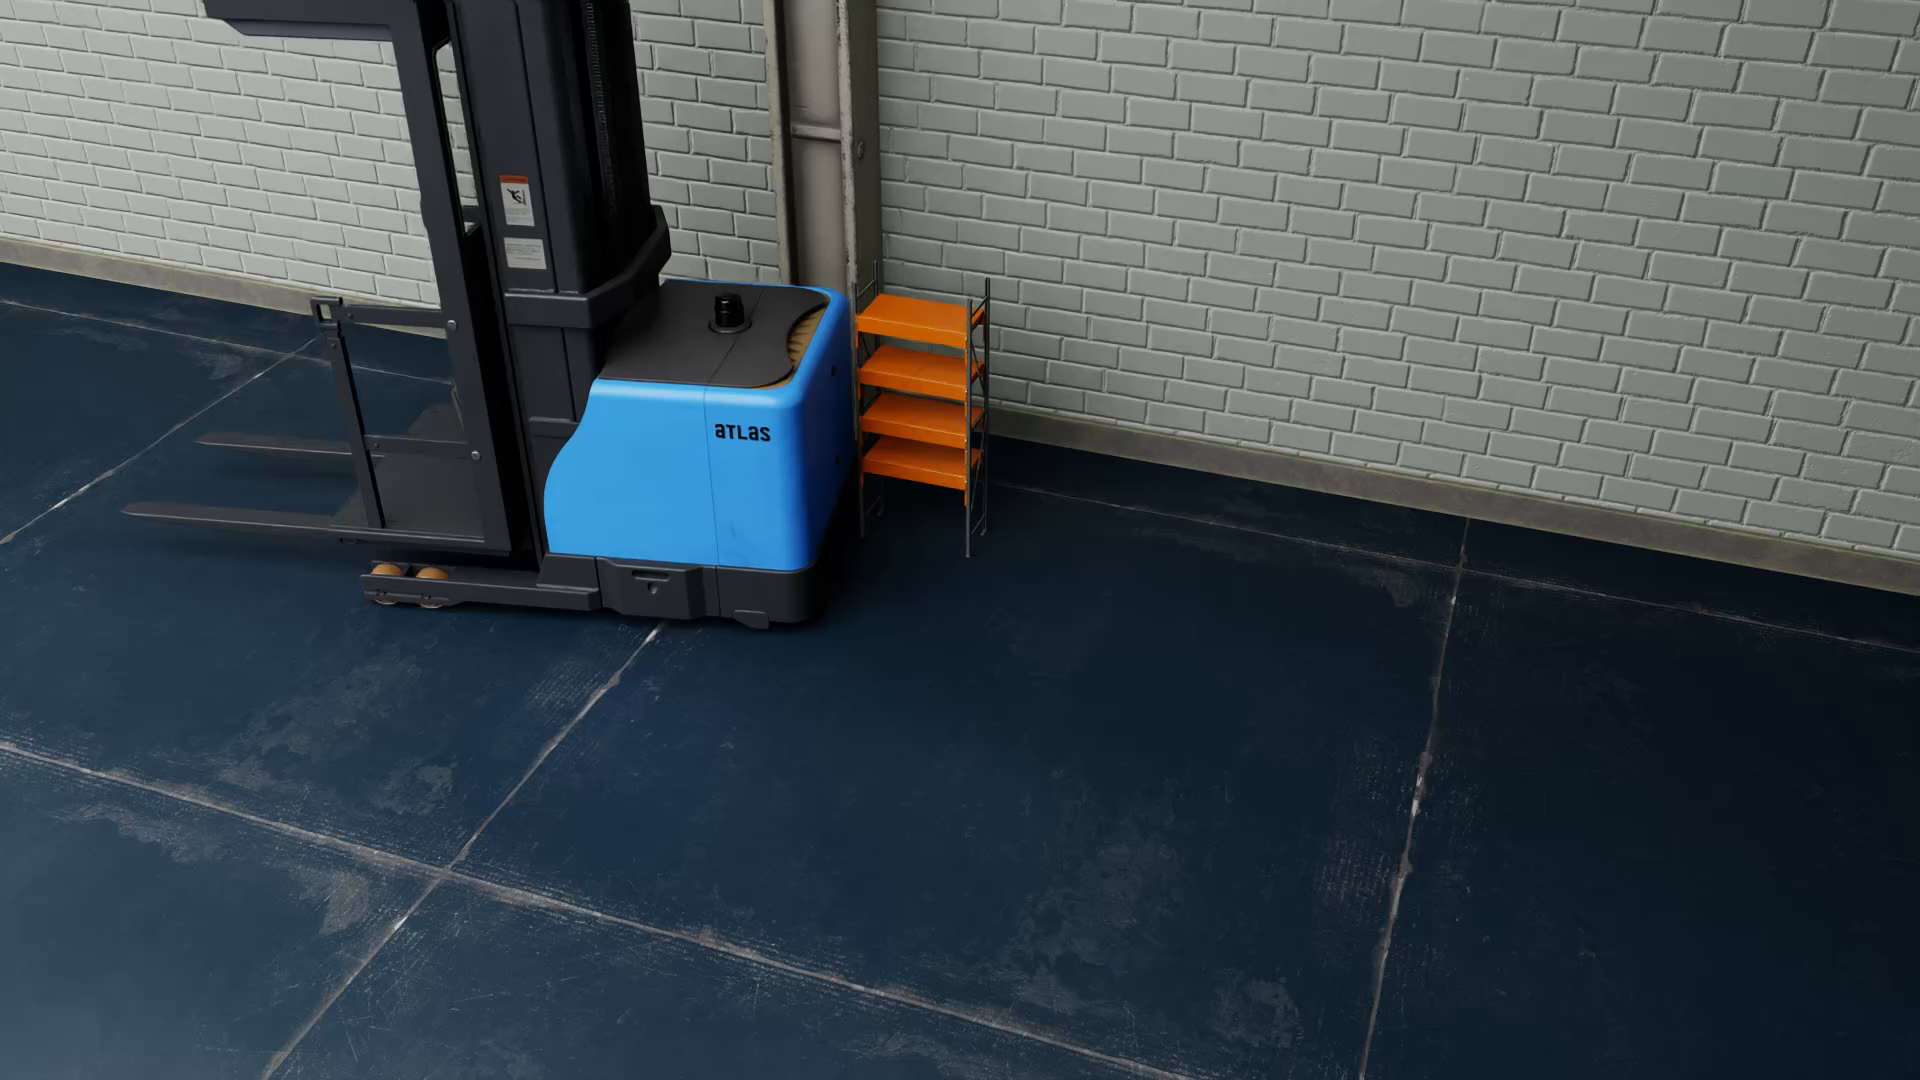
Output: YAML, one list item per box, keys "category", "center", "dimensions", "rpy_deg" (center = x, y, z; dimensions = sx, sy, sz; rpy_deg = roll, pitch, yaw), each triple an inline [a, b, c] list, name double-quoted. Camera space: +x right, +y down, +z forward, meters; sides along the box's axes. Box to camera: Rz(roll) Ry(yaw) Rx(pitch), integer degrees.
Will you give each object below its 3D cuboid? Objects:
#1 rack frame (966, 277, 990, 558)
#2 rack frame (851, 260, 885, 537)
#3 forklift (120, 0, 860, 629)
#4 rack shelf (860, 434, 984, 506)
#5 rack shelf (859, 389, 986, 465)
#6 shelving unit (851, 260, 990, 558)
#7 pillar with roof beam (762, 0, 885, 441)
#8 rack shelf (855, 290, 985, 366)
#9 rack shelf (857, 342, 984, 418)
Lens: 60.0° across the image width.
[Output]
- category: "rack frame"
  center: [0.074, -0.490, 6.902]
  dimensions: [0.015, 1.200, 0.240]
  rpy_deg: [11, 34, 16]
- category: "rack frame"
  center: [-0.386, -0.579, 7.041]
  dimensions: [0.015, 1.200, 0.240]
  rpy_deg: [11, 34, 16]
- category: "forklift"
  center: [-2.006, -1.229, 6.451]
  dimensions: [3.031, 2.935, 1.130]
  rpy_deg: [4, 33, 7]
- category: "rack shelf"
  center: [-0.156, -0.311, 7.116]
  dimensions: [0.480, 0.148, 0.258]
  rpy_deg: [11, 34, 16]
- category: "rack shelf"
  center: [-0.156, -0.478, 7.008]
  dimensions: [0.480, 0.148, 0.258]
  rpy_deg: [11, 34, 16]
- category: "shelving unit"
  center: [-0.156, -0.534, 6.971]
  dimensions: [0.503, 1.200, 0.258]
  rpy_deg: [11, 34, 16]
- category: "pillar with roof beam"
  center: [-2.049, -2.171, 2.316]
  dimensions: [0.400, 9.000, 9.100]
  rpy_deg: [11, 34, 16]
- category: "rack shelf"
  center: [-0.156, -0.864, 6.758]
  dimensions: [0.480, 0.148, 0.258]
  rpy_deg: [11, 34, 16]
- category: "rack shelf"
  center: [-0.156, -0.666, 6.887]
  dimensions: [0.480, 0.148, 0.258]
  rpy_deg: [11, 34, 16]
